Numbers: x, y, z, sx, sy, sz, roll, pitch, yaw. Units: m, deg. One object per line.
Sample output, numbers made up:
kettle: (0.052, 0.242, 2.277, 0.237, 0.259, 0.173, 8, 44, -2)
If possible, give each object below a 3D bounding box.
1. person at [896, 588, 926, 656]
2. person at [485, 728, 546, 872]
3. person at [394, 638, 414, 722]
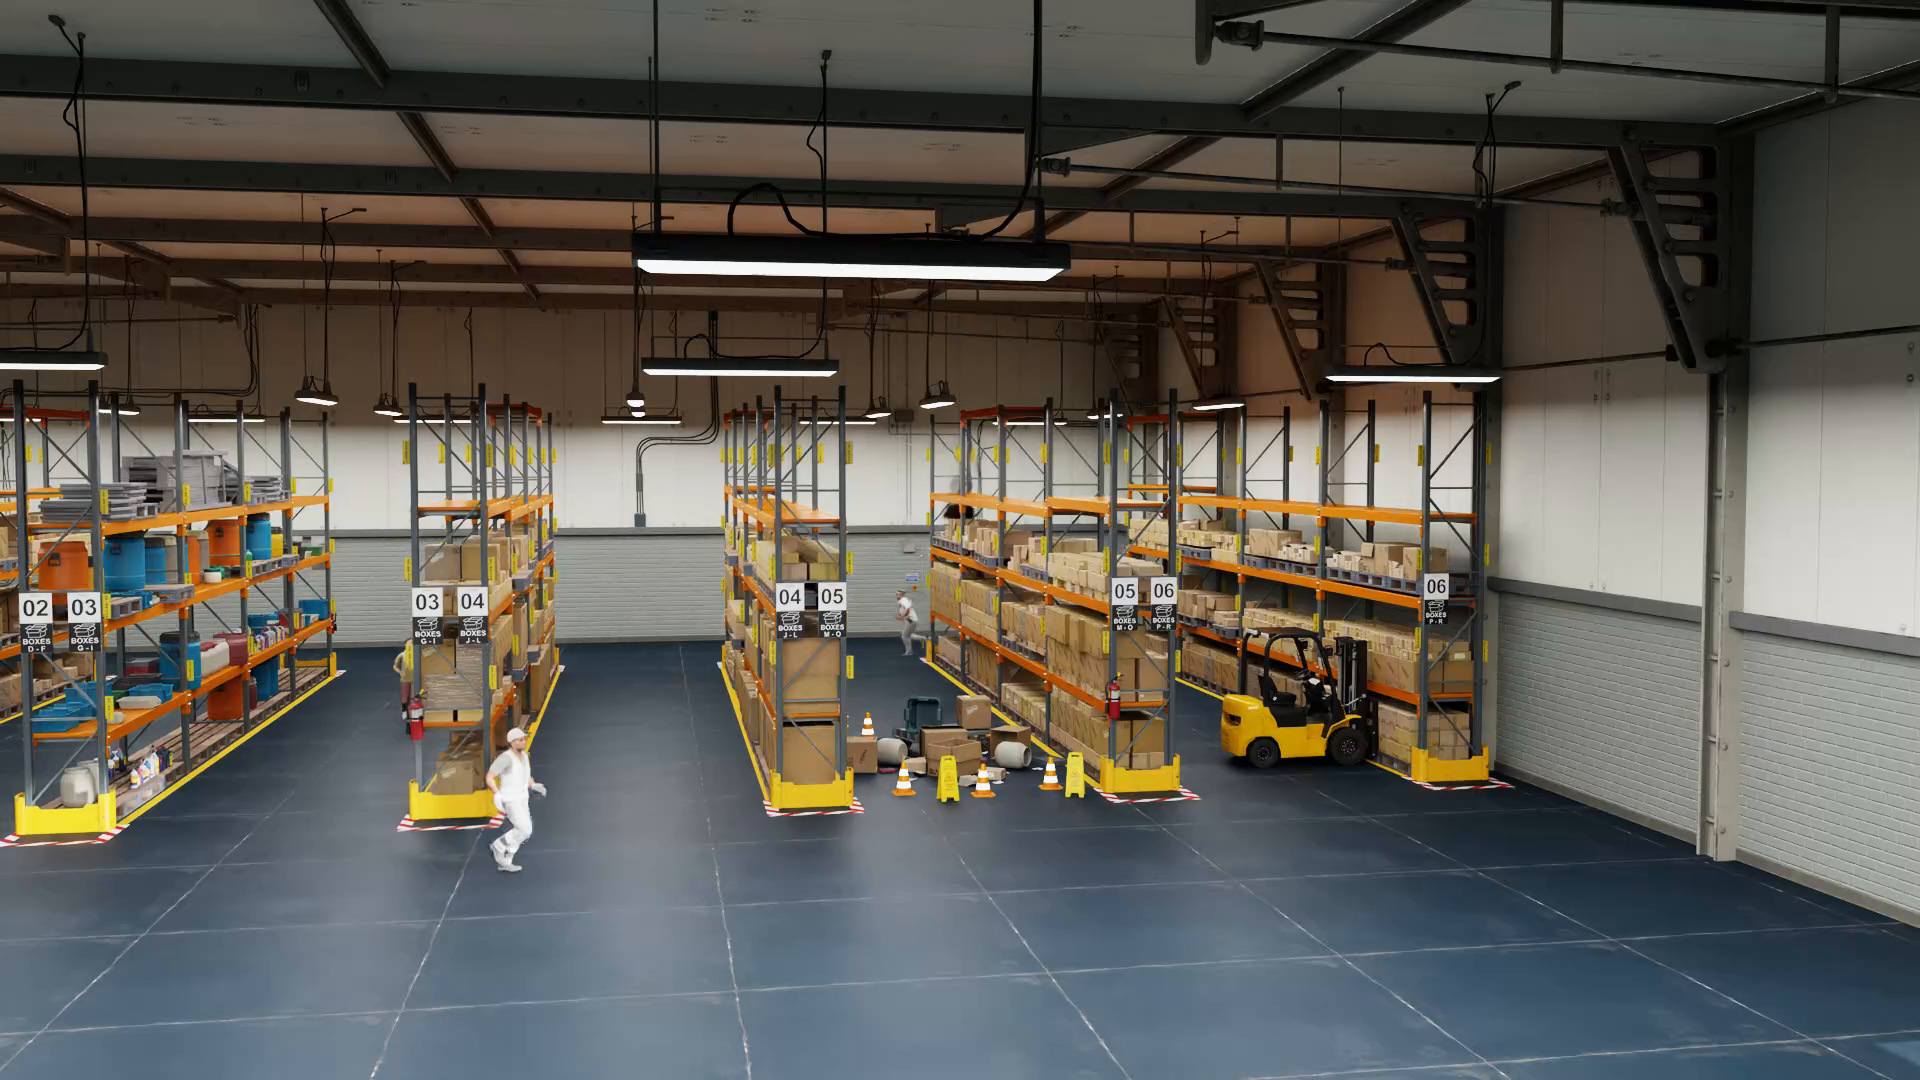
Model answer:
person: (-1.227, 2.070, 41.672, 0.776, 1.718, 0.659, 0, 3, -5)
person: (-5.302, 3.119, 19.922, 0.625, 1.732, 0.665, 1, 3, 18)
person: (-10.194, 2.629, 30.847, 0.574, 1.613, 0.572, -1, 3, -24)
